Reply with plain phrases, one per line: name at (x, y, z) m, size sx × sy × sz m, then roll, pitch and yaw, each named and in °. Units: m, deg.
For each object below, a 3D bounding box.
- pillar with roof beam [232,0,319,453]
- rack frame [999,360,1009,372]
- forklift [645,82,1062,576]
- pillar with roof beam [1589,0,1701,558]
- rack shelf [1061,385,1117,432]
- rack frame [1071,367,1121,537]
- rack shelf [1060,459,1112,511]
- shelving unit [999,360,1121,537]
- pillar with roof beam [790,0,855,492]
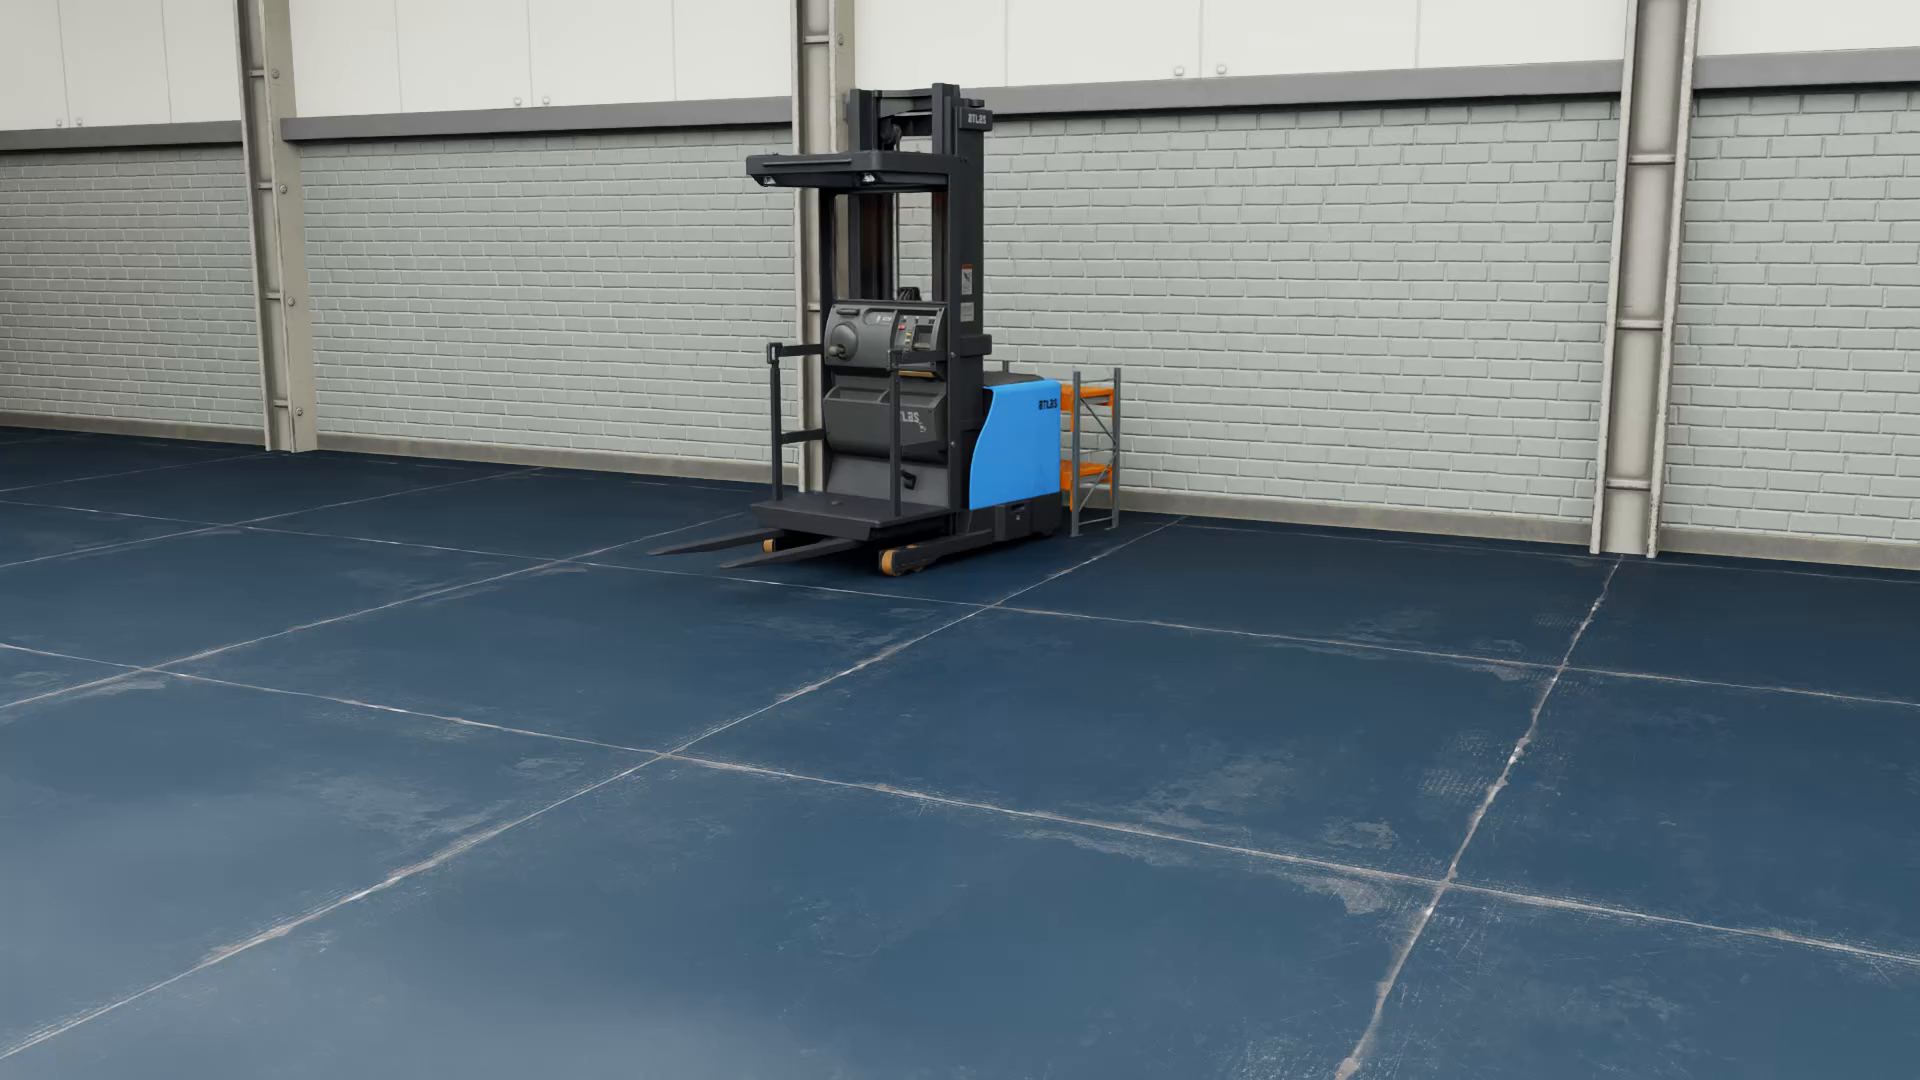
pillar with roof beam at (-8.342, -4.612, 11.446) m, size 0.400 × 9.000 × 9.100 m, roll 5°, pitch 11°, yaw 26°
rack frame at (0.183, -0.732, 12.114) m, size 0.032 × 1.125 × 0.500 m, roll 9°, pitch 14°, yaw 41°
forklift at (-0.611, -1.321, 10.299) m, size 1.130 × 2.935 × 3.031 m, roll 8°, pitch 13°, yaw 38°
pillar with roof beam at (2.419, -3.667, 6.221) m, size 0.400 × 9.000 × 9.100 m, roll 5°, pitch 11°, yaw 26°
rack shelf at (0.561, -0.959, 11.728) m, size 1.000 × 0.278 × 0.538 m, roll 9°, pitch 14°, yaw 41°
rack frame at (0.939, -0.611, 11.445) m, size 0.032 × 1.125 × 0.500 m, roll 9°, pitch 14°, yaw 41°
rack shelf at (0.561, -0.430, 11.823) m, size 1.000 × 0.278 × 0.538 m, roll 9°, pitch 14°, yaw 41°
shelving unit at (0.561, -0.671, 11.780) m, size 1.048 × 1.125 × 0.538 m, roll 9°, pitch 14°, yaw 41°
pillar with roof beam at (-2.961, -4.139, 8.833) m, size 0.400 × 9.000 × 9.100 m, roll 5°, pitch 11°, yaw 26°
